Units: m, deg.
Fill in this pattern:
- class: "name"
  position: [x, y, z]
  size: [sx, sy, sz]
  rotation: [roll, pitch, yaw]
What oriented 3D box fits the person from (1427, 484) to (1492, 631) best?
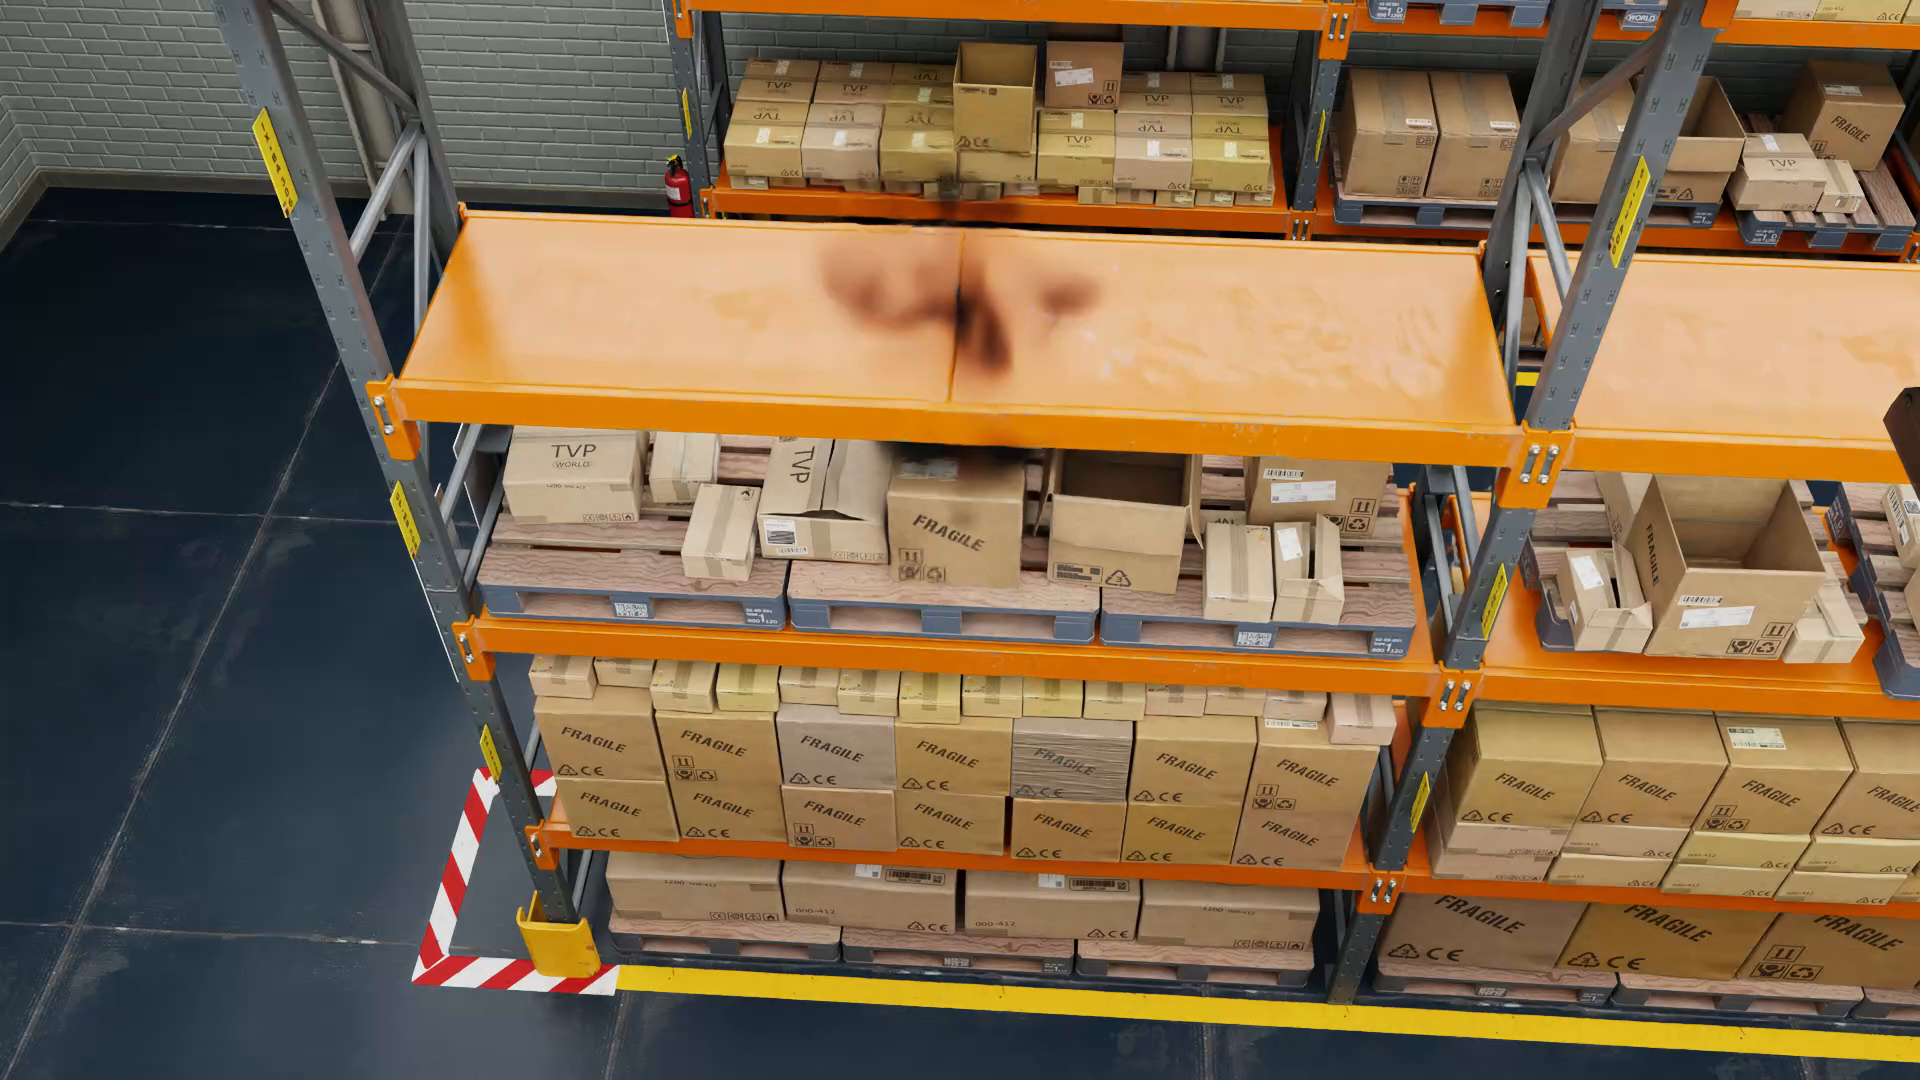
- class: "person"
  position: [2.839, 0.278, 9.363]
  size: [0.563, 1.655, 0.548]
  rotation: [3, 48, 2]
